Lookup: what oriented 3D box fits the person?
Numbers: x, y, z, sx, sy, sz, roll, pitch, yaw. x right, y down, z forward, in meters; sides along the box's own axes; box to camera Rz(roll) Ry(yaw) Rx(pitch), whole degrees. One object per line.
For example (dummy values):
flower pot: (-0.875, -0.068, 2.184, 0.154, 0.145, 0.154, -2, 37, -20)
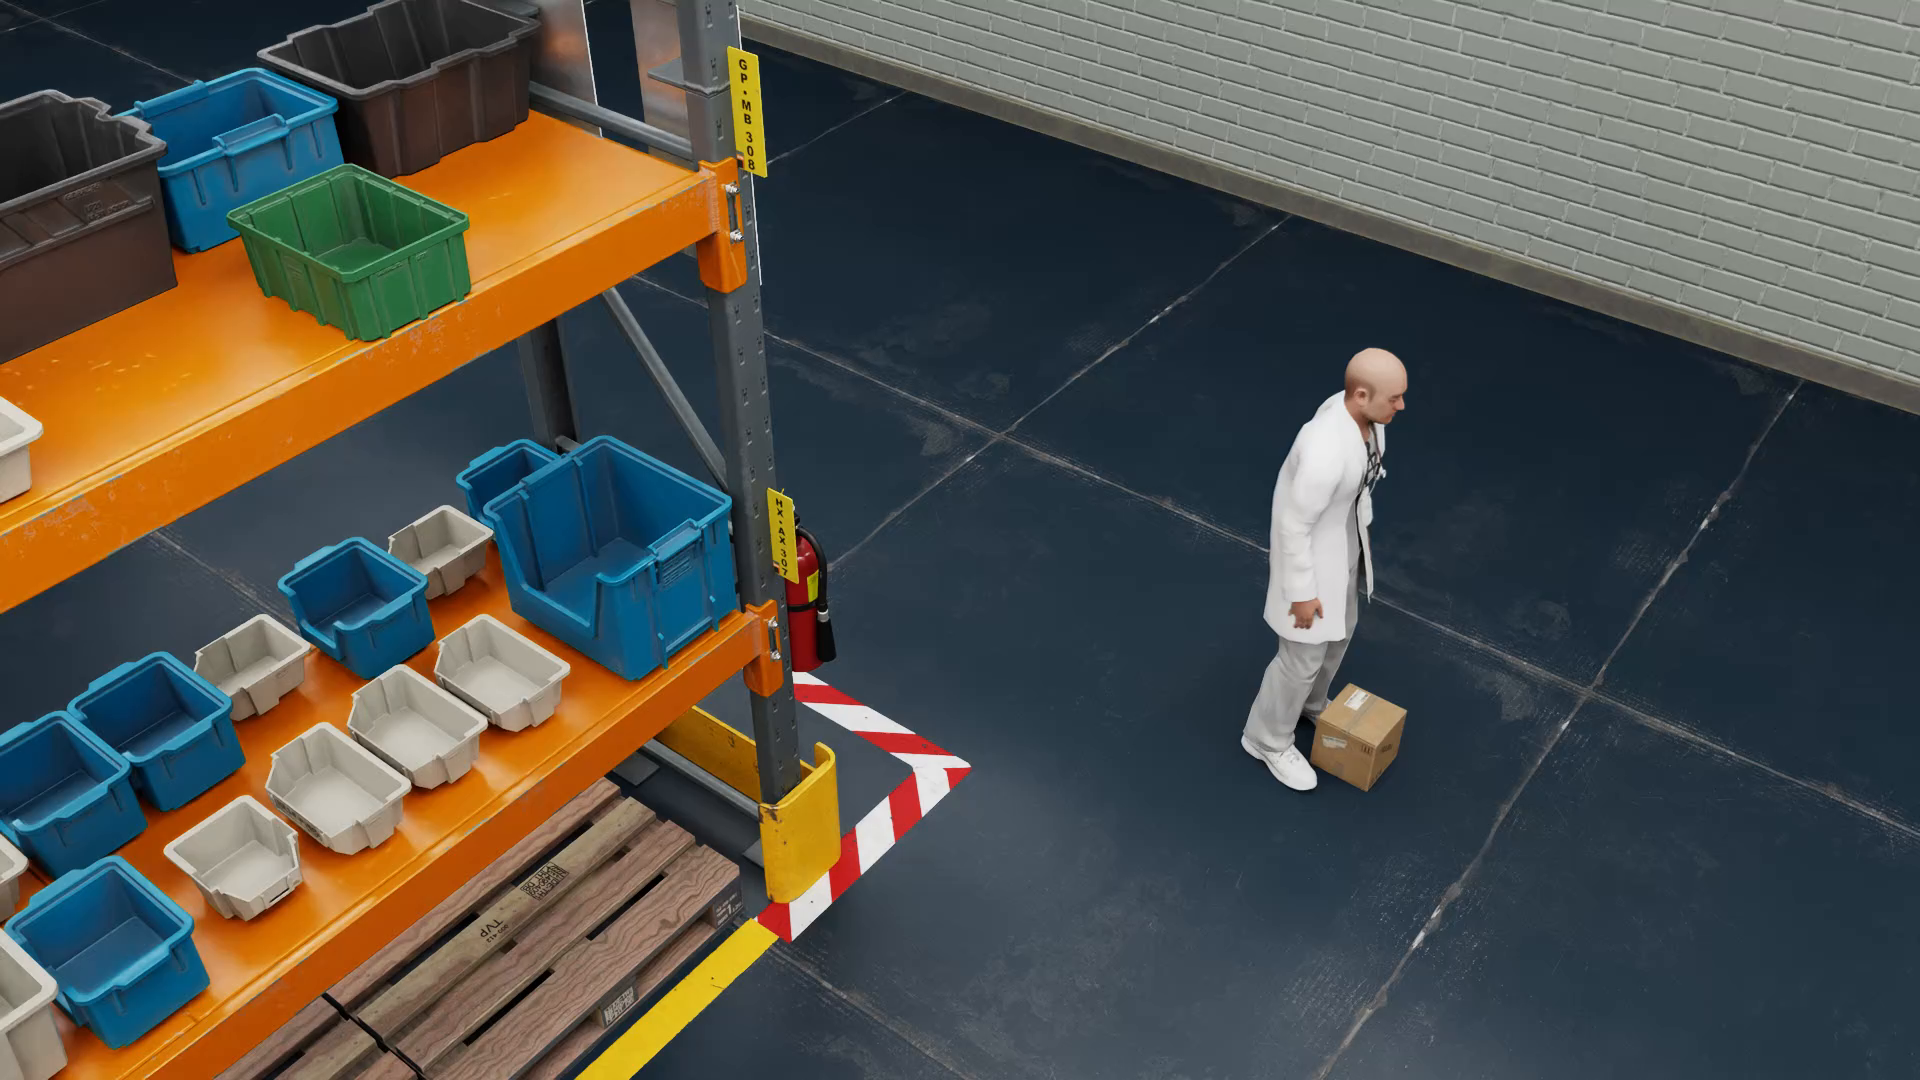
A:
person: (1.342, 0.068, 6.080, 0.429, 1.772, 0.647, 23, 44, 26)
